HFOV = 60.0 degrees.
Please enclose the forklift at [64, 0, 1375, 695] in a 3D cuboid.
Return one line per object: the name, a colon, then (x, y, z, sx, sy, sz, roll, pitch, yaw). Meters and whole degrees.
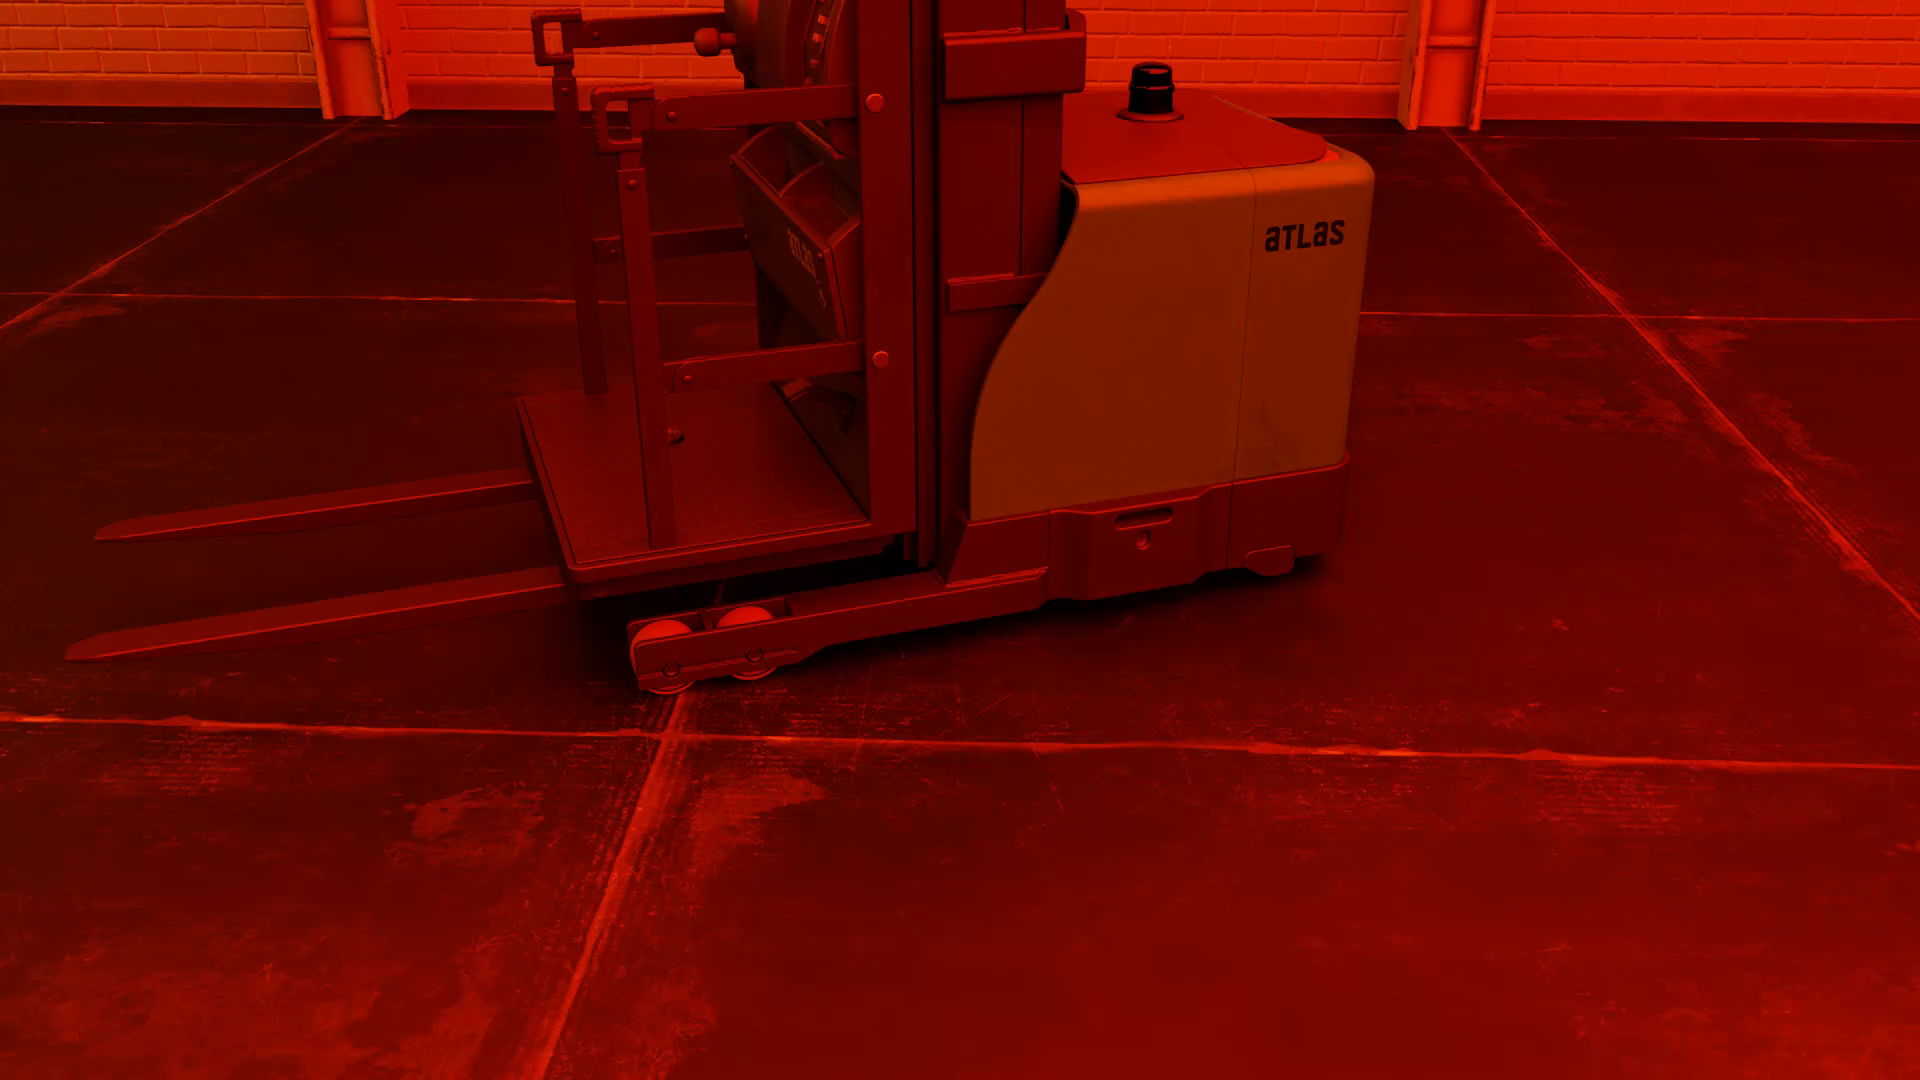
forklift: (-0.573, -1.224, 3.691, 3.031, 2.935, 1.130, -9, 28, -17)
